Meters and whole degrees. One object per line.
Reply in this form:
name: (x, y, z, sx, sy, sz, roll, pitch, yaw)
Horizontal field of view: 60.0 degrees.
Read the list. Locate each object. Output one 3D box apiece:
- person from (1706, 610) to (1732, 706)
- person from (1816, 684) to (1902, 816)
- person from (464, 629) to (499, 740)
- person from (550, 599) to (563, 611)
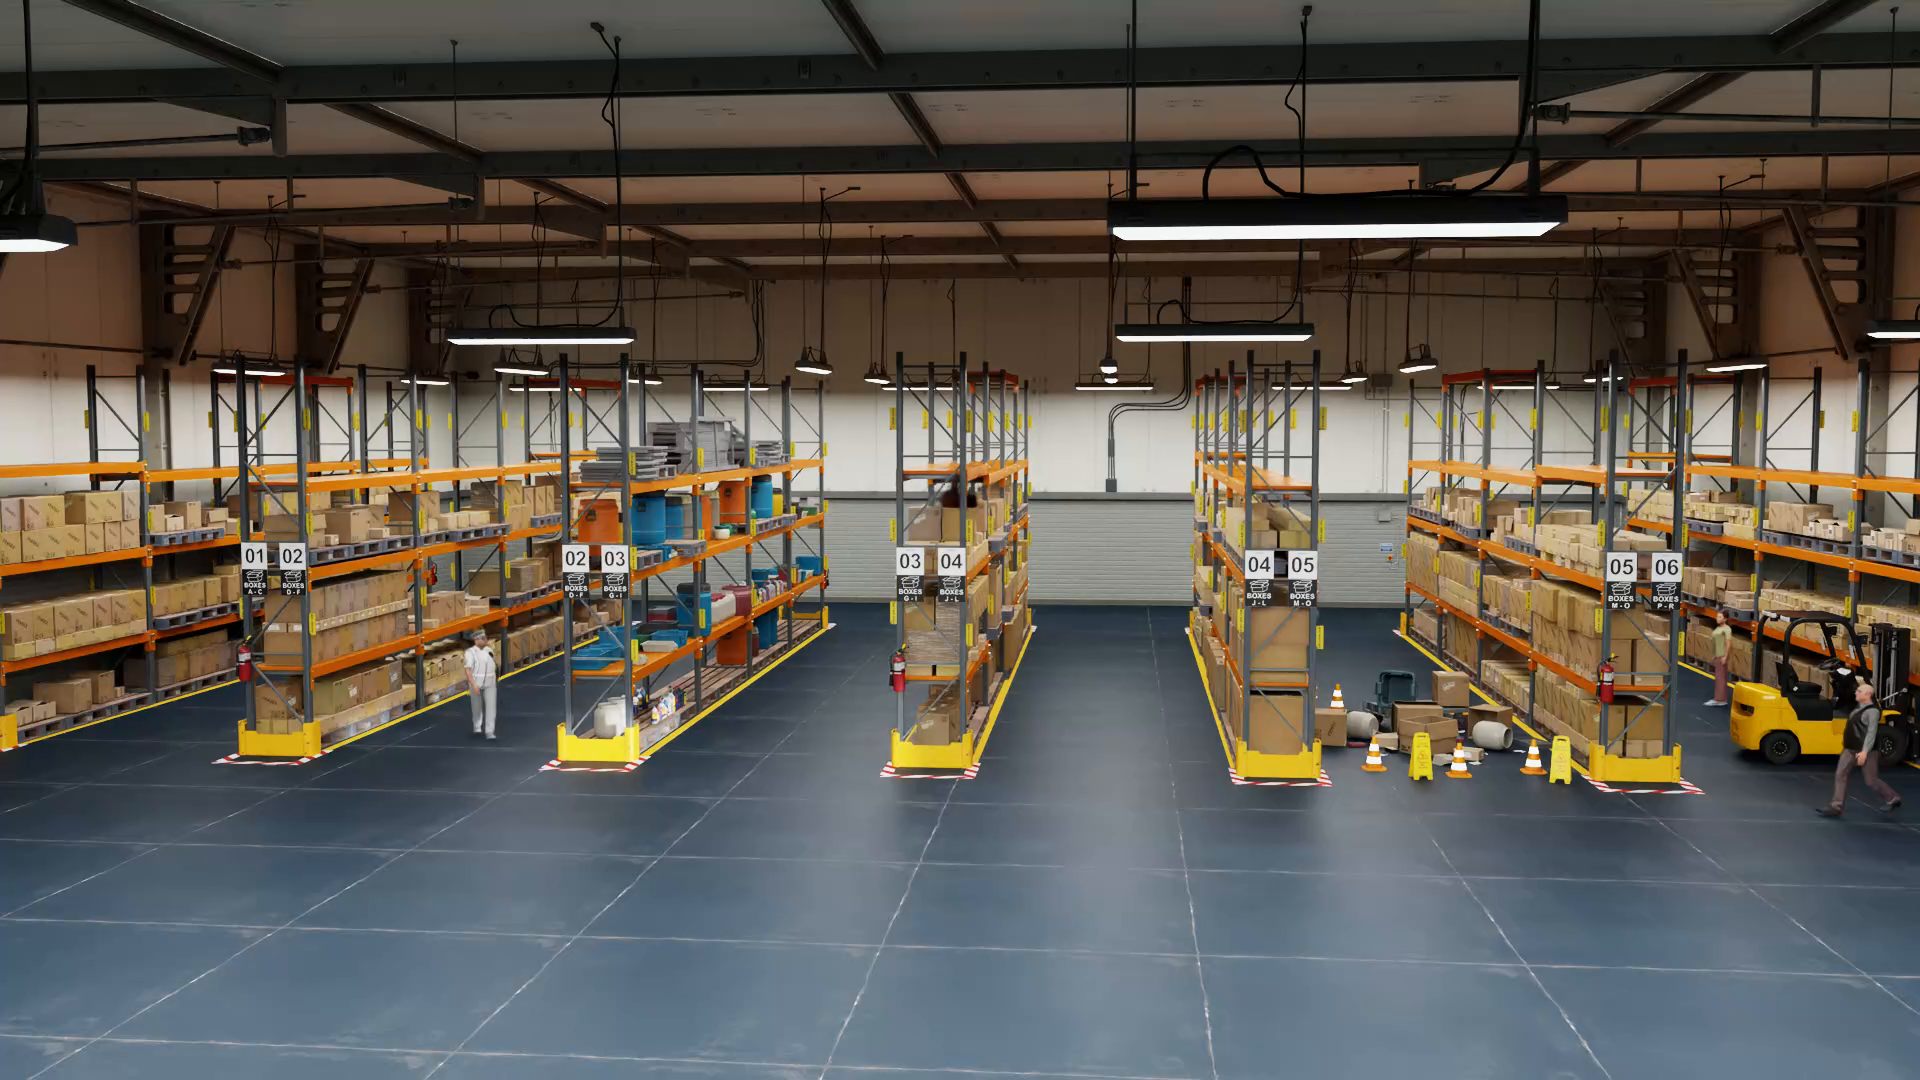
person: (13.453, 2.084, 29.457, 0.387, 1.671, 0.515, 2, 4, 23)
person: (11.421, 2.669, 21.035, 0.983, 1.695, 0.521, -1, 4, -13)
person: (-7.558, 2.272, 26.273, 0.526, 1.733, 1.028, -1, 4, -18)
person: (-10.081, 1.223, 41.657, 0.346, 1.682, 0.473, 2, 5, 29)
